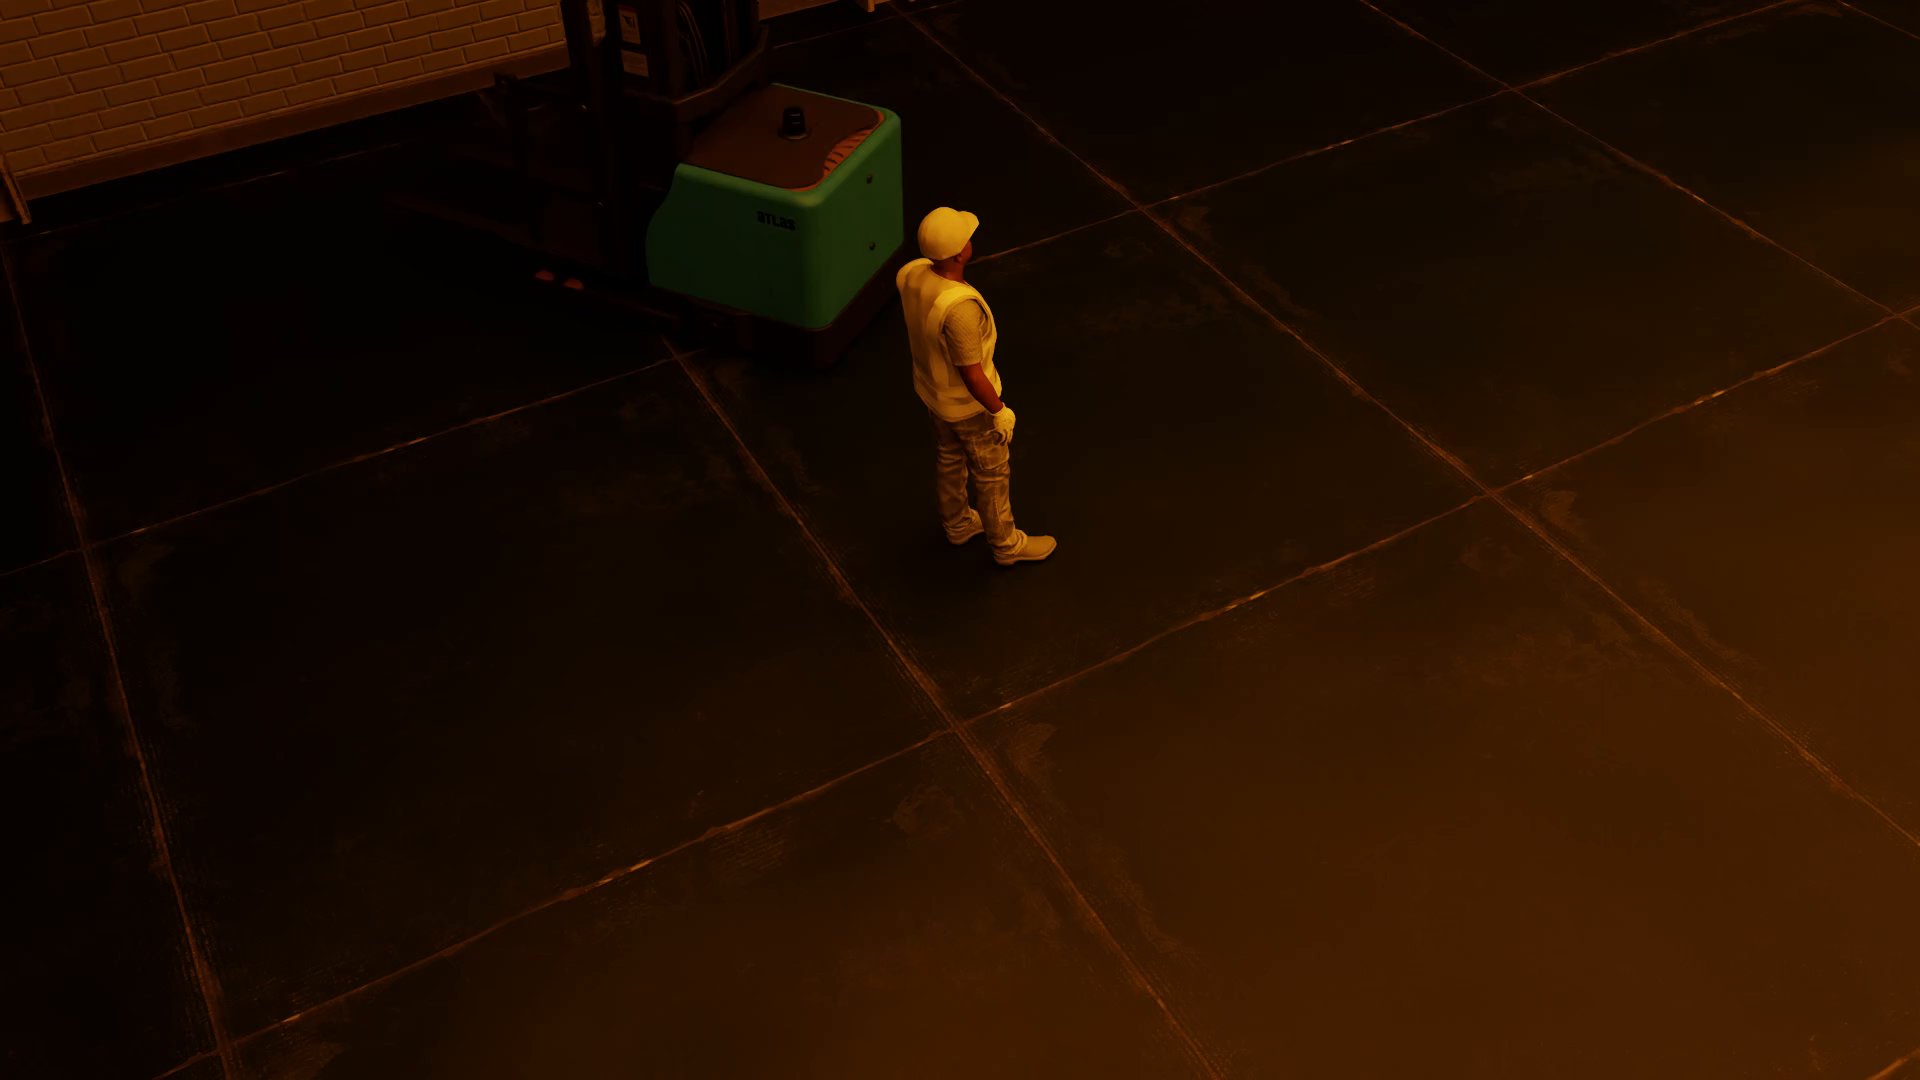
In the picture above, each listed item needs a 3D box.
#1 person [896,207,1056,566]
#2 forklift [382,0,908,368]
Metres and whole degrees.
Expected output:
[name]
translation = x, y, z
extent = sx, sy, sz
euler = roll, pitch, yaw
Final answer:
[person]
translation = 0.067, -0.678, 7.262
extent = 0.577, 1.782, 0.656
euler = -21, 47, -21
[forklift]
translation = -1.851, -2.661, 8.567
extent = 3.031, 2.935, 1.130
euler = 18, 46, 18
